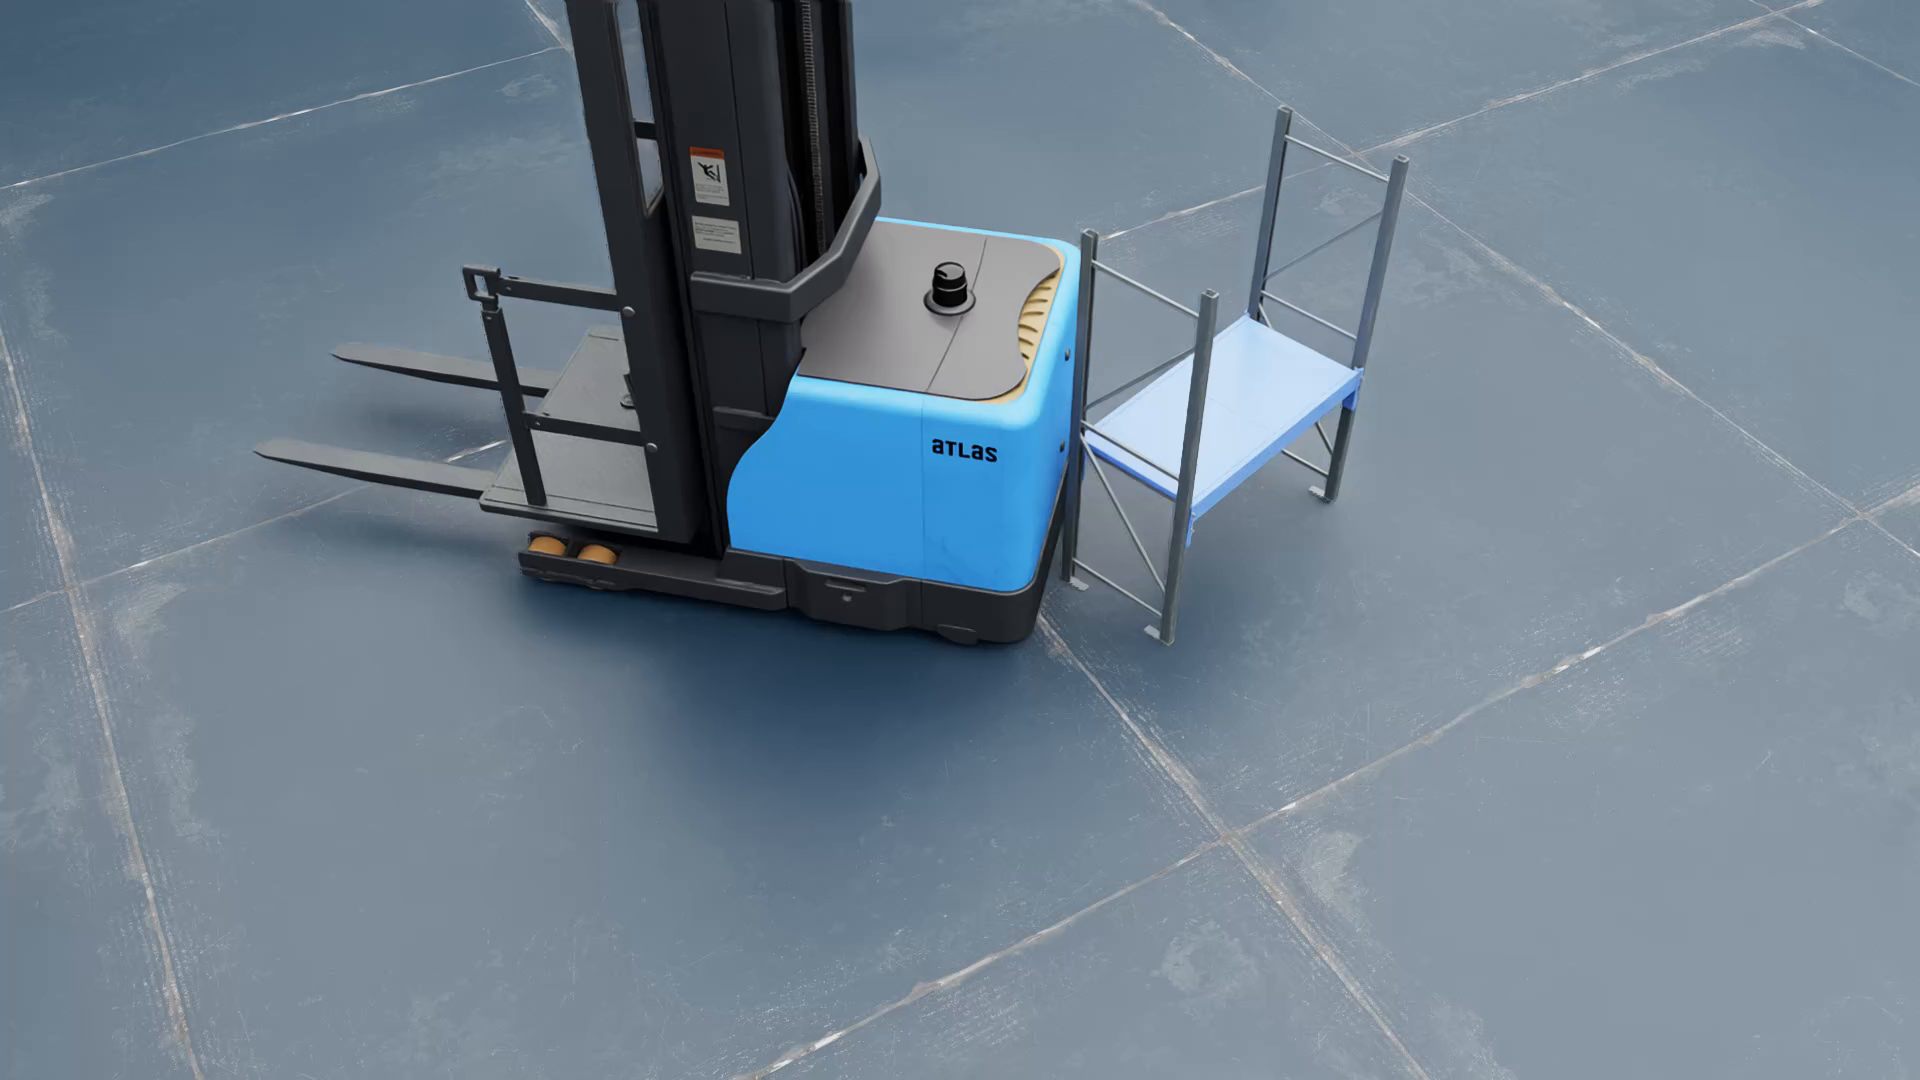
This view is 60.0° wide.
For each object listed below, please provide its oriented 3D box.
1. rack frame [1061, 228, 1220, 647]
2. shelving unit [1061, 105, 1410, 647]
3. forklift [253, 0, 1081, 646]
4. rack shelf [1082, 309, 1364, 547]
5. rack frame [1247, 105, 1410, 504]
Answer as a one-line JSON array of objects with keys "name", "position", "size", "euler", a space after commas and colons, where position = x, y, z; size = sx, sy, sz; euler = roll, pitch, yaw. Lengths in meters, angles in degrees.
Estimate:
[{"name": "rack frame", "position": [0.563, -0.288, 5.470], "size": [0.500, 1.500, 0.032], "euler": [33, 53, 29]}, {"name": "shelving unit", "position": [0.911, -0.546, 5.736], "size": [0.538, 1.500, 1.048], "euler": [33, 53, 29]}, {"name": "forklift", "position": [-1.122, -1.220, 5.402], "size": [3.031, 2.935, 1.130], "euler": [9, 45, 9]}, {"name": "rack shelf", "position": [0.911, -0.417, 5.861], "size": [0.538, 0.185, 1.000], "euler": [33, 53, 29]}, {"name": "rack frame", "position": [1.260, -0.803, 6.001], "size": [0.500, 1.500, 0.032], "euler": [33, 53, 29]}]
